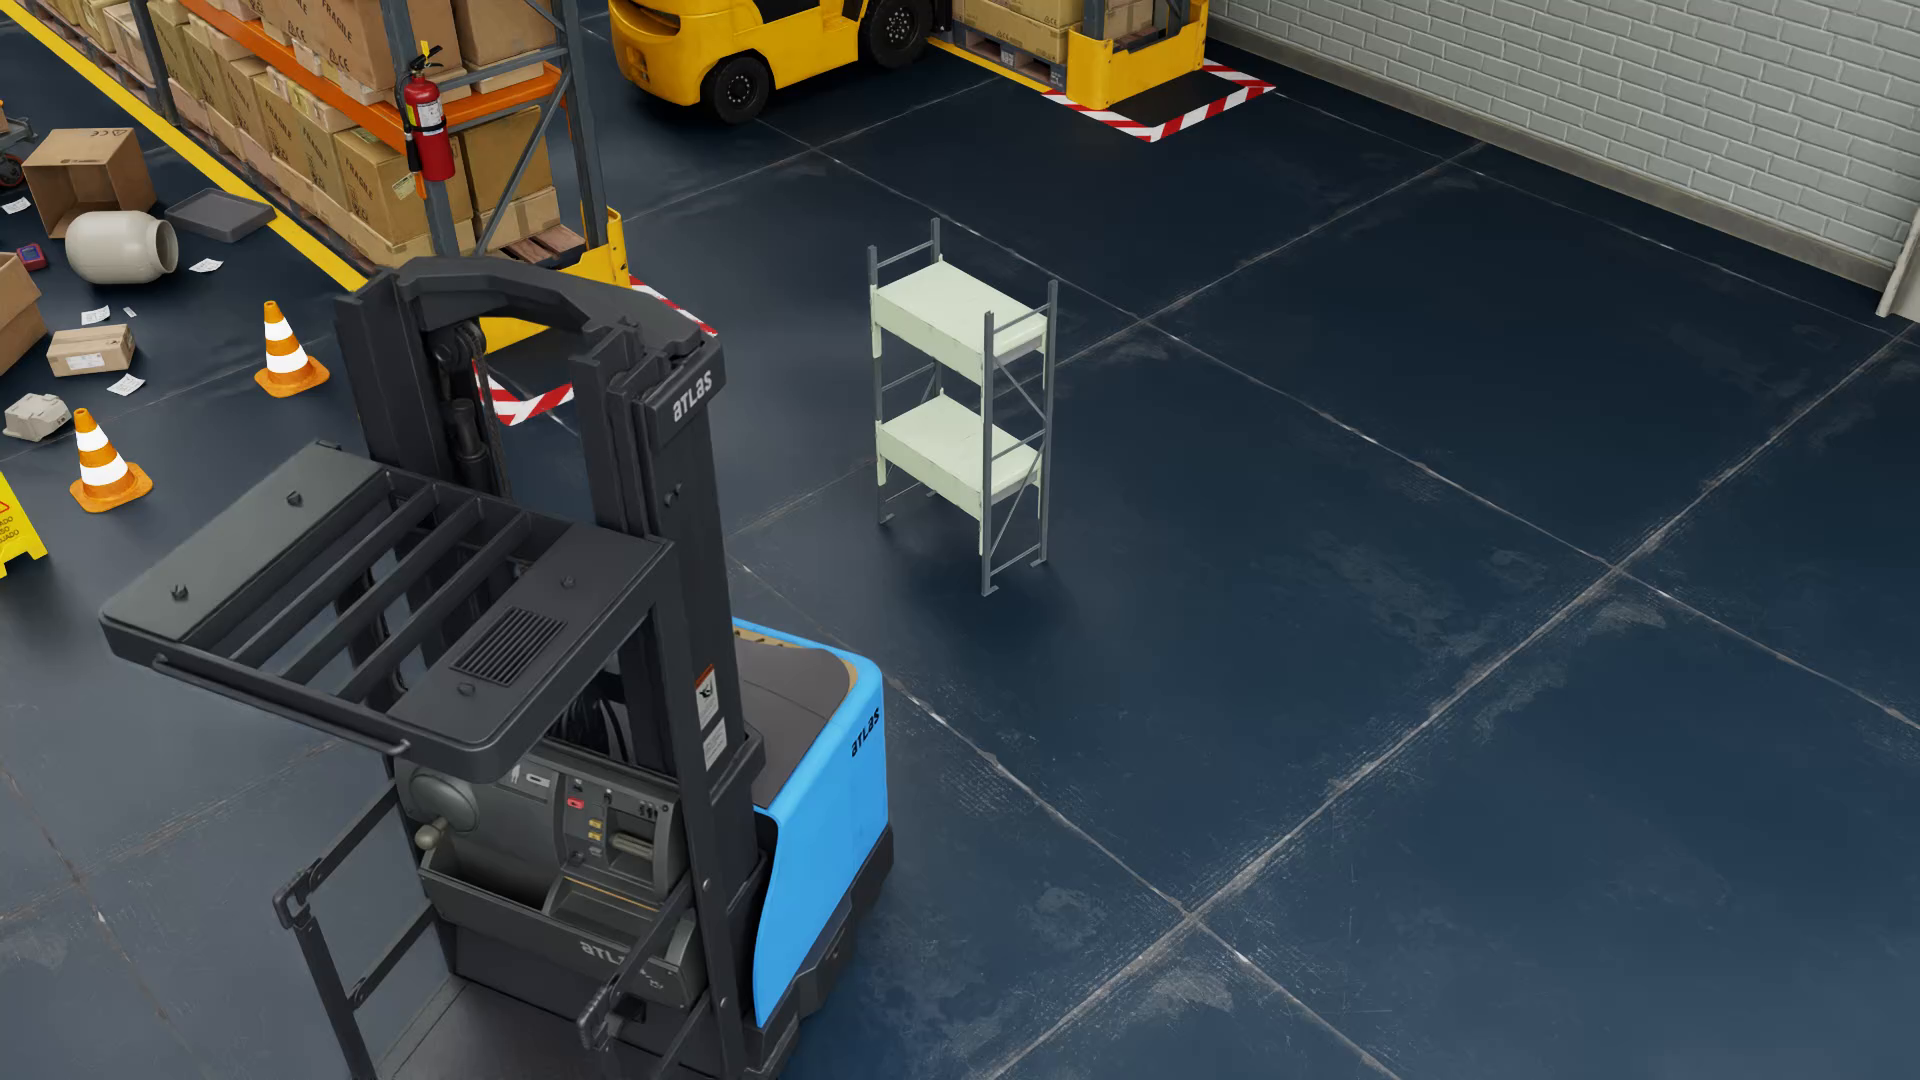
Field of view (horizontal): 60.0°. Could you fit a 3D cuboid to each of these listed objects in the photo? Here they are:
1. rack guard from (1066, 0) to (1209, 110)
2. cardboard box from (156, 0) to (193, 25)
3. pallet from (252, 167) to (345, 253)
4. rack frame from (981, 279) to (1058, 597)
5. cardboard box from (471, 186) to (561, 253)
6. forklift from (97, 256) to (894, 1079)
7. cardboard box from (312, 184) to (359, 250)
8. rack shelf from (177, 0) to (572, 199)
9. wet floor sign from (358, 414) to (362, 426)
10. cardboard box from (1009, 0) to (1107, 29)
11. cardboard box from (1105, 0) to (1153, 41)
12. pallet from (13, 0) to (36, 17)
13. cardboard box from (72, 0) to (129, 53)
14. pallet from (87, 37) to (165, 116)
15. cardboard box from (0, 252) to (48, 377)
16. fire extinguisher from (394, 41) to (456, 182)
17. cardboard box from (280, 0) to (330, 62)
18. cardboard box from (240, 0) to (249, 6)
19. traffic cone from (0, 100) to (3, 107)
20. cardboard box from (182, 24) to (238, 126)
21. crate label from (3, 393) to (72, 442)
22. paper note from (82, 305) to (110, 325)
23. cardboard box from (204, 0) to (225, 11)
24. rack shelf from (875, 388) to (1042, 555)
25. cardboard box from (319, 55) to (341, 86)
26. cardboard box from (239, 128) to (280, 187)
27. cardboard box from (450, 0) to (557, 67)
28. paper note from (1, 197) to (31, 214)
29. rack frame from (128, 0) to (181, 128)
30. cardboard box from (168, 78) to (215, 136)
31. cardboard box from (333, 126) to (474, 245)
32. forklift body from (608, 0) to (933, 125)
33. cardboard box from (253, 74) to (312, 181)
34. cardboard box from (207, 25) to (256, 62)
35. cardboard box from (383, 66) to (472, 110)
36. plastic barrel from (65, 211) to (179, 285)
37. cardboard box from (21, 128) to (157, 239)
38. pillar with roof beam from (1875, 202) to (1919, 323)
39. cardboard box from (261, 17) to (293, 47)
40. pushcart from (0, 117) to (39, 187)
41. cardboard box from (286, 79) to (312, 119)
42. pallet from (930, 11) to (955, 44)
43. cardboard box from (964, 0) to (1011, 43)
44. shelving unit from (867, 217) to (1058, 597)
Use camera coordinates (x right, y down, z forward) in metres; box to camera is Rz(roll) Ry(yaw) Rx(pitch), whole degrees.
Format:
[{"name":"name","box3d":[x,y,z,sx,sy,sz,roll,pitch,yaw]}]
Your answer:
[{"name":"rack guard","box3d":[1.277,-3.531,11.932,1.175,0.500,0.348,-30,48,-32]},{"name":"cardboard box","box3d":[-4.858,-3.421,10.547,0.380,0.149,0.250,-29,47,-31]},{"name":"pallet","box3d":[-3.789,-2.309,10.649,1.003,0.211,1.213,-30,48,-32]},{"name":"rack frame","box3d":[0.252,-0.411,7.273,0.400,1.500,0.023,-30,48,-32]},{"name":"cardboard box","box3d":[-2.735,-1.988,9.886,0.500,0.250,0.500,-30,48,-32]},{"name":"forklift","box3d":[-1.303,0.842,4.582,1.130,2.935,3.031,15,41,18]},{"name":"cardboard box","box3d":[-3.483,-2.000,9.901,0.500,0.250,0.500,-30,48,-32]},{"name":"rack shelf","box3d":[-3.746,-3.049,9.918,1.077,0.370,4.000,-30,48,-32]},{"name":"wet floor sign","box3d":[-3.053,-0.945,8.614,0.267,0.644,0.232,-15,41,-17]},{"name":"cardboard box","box3d":[0.701,-3.895,11.849,0.500,0.250,0.500,-31,48,-32]},{"name":"cardboard box","box3d":[1.072,-3.918,12.276,0.500,0.250,0.500,-30,48,-32]},{"name":"pallet","box3d":[-7.277,-4.659,13.558,1.003,0.211,1.213,-30,48,-32]},{"name":"cardboard box","box3d":[-5.944,-3.968,12.241,0.950,0.372,0.625,-27,46,-29]},{"name":"pallet","box3d":[-5.626,-3.529,12.160,1.003,0.211,1.213,-30,48,-32]},{"name":"cardboard box","box3d":[-5.446,-1.169,9.005,0.637,0.503,0.797,5,39,6]},{"name":"fire extinguisher","box3d":[-2.655,-2.124,8.262,0.296,0.674,0.183,-30,48,-32]},{"name":"cardboard box","box3d":[-3.299,-2.926,8.877,0.500,0.500,0.500,-30,48,-32]},{"name":"cardboard box","box3d":[-3.963,-3.401,9.465,0.500,0.500,0.500,-29,47,-31]},{"name":"traffic cone","box3d":[-6.968,-3.246,11.609,0.336,0.463,0.334,-30,48,-32]},{"name":"cardboard box","box3d":[-4.528,-3.009,10.554,0.500,0.500,0.500,-28,47,-30]},{"name":"crate label","box3d":[-4.799,-0.649,8.652,0.298,0.136,0.250,11,40,13]},{"name":"paper note","box3d":[-4.963,-1.292,9.542,0.148,0.019,0.142,-15,41,-17]},{"name":"cardboard box","box3d":[-4.264,-3.279,9.830,0.380,0.149,0.250,-30,48,-32]},{"name":"rack shelf","box3d":[0.005,-0.327,7.688,0.431,0.370,0.720,-30,48,-32]},{"name":"cardboard box","box3d":[-3.214,-2.585,8.972,0.380,0.149,0.250,-31,48,-32]},{"name":"cardboard box","box3d":[-4.168,-2.474,10.487,0.500,0.250,0.500,-31,48,-32]},{"name":"cardboard box","box3d":[-2.509,-2.895,8.838,0.500,0.500,0.500,-31,48,-32]},{"name":"paper note","box3d":[-5.997,-2.129,10.570,0.148,0.019,0.142,-30,48,-32]},{"name":"rack frame","box3d":[-5.099,-4.254,10.838,1.000,3.000,0.127,-30,48,-32]},{"name":"cardboard box","box3d":[-4.898,-2.960,11.090,0.500,0.250,0.500,32,49,33]},{"name":"cardboard box","box3d":[-3.127,-2.049,9.364,0.500,0.500,0.500,-30,47,-31]},{"name":"forklift body","box3d":[-1.366,-4.286,11.553,2.313,2.155,1.214,-30,48,-32]},{"name":"cardboard box","box3d":[-3.819,-2.525,9.954,0.500,0.500,0.500,-31,48,-33]},{"name":"cardboard box","box3d":[-4.325,-3.061,10.101,0.380,0.149,0.250,-27,46,-29]},{"name":"cardboard box","box3d":[-2.804,-2.388,8.727,0.380,0.149,0.250,-28,47,-30]},{"name":"plastic barrel","box3d":[-4.905,-1.713,9.742,0.512,0.421,0.421,-2,39,-2]},{"name":"cardboard box","box3d":[-5.376,-2.209,10.293,0.500,0.500,0.500,-2,39,-2]},{"name":"pillar with roof beam","box3d":[2.340,-2.947,4.445,9.100,9.000,0.400,-30,48,-32]},{"name":"cardboard box","box3d":[-3.720,-2.950,9.423,0.380,0.149,0.250,-30,48,-32]},{"name":"pushcart","box3d":[-6.744,-2.242,10.434,0.936,0.377,1.648,18,42,21]},{"name":"cardboard box","box3d":[-3.593,-2.560,9.481,0.380,0.149,0.250,-29,47,-31]},{"name":"pallet","box3d":[-0.109,-4.330,13.151,1.003,0.211,1.213,-30,48,-32]},{"name":"cardboard box","box3d":[0.381,-3.925,12.285,0.500,0.250,0.500,-30,48,-32]},{"name":"shelving unit","box3d":[0.005,-0.580,7.483,0.431,1.500,0.755,-30,48,-32]}]
